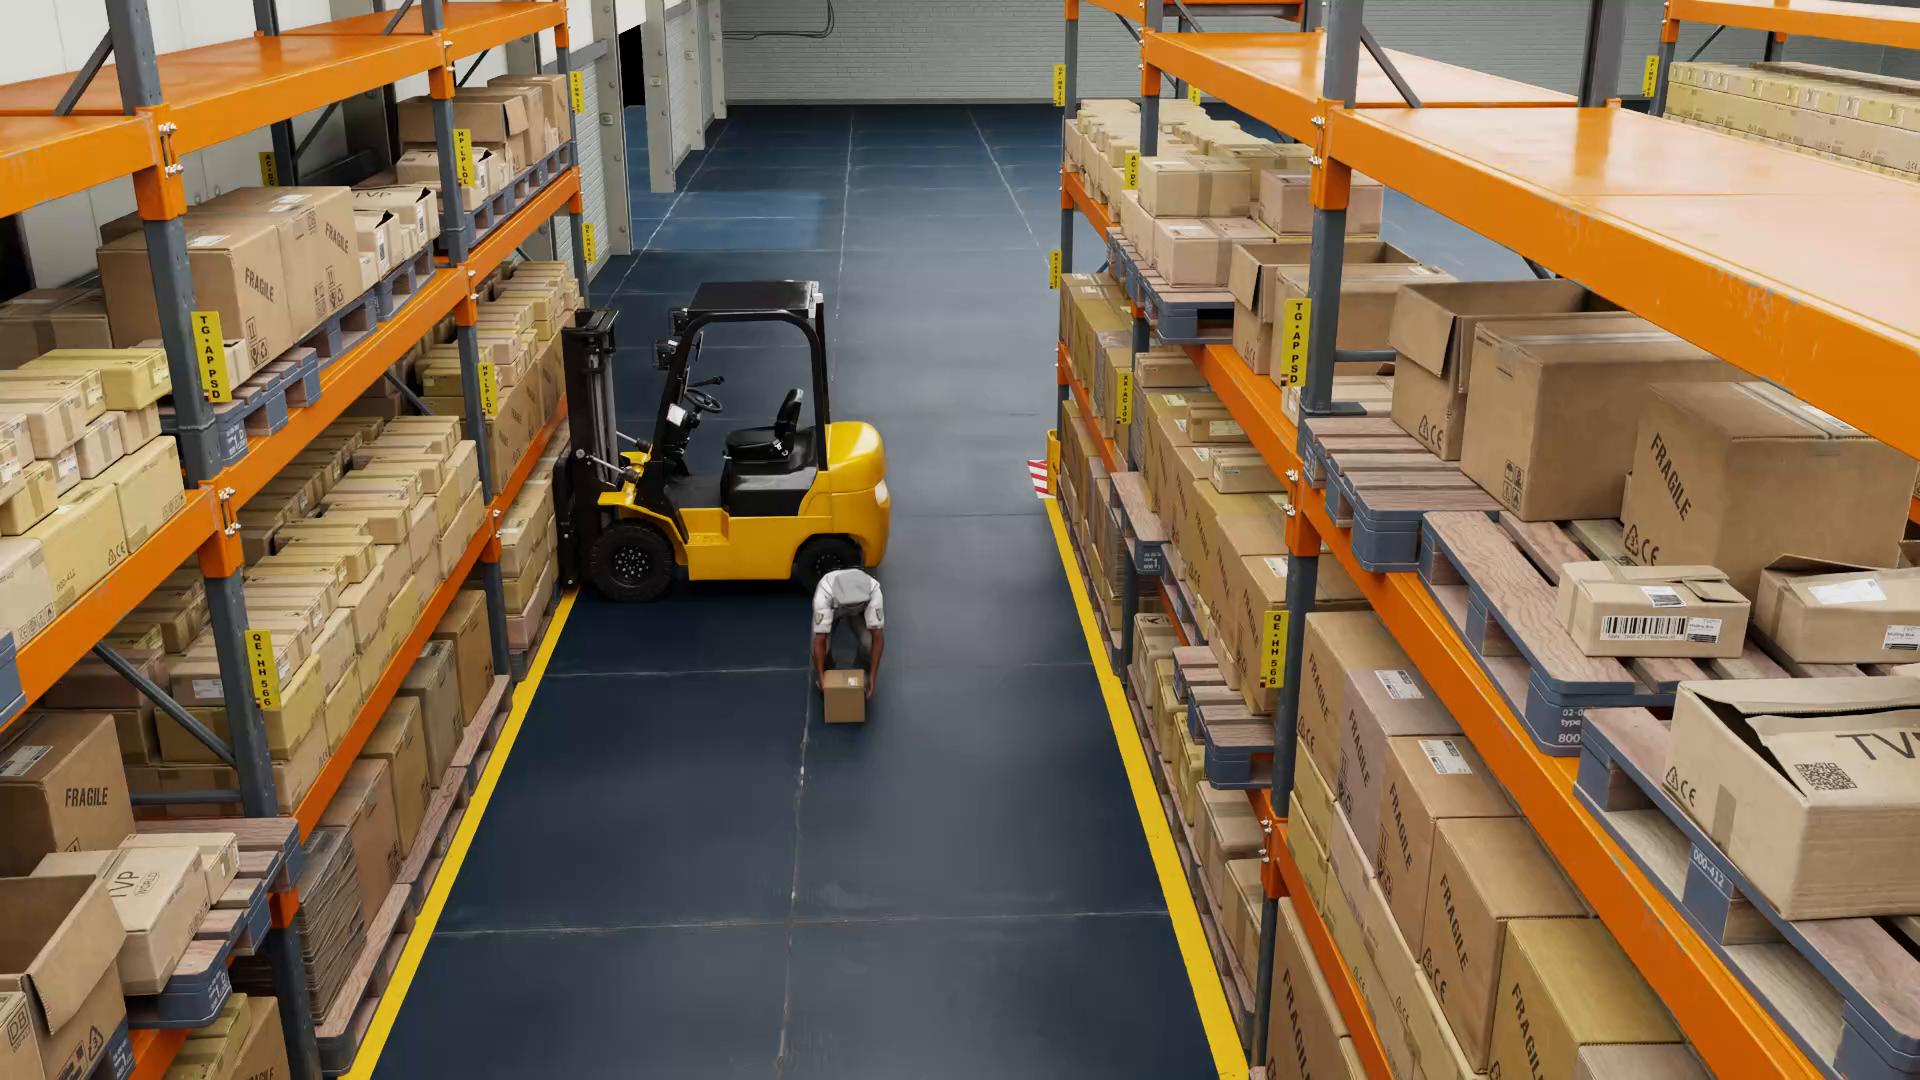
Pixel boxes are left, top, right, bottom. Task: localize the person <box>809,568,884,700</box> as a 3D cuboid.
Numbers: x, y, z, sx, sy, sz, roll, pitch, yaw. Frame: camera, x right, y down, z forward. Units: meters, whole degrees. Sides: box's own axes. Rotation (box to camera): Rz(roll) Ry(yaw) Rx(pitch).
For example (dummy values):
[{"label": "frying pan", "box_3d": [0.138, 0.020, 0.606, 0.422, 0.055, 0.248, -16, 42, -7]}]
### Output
[{"label": "person", "box_3d": [-0.729, 0.545, 10.680, 0.481, 0.930, 0.862, -1, 21, -3]}]
